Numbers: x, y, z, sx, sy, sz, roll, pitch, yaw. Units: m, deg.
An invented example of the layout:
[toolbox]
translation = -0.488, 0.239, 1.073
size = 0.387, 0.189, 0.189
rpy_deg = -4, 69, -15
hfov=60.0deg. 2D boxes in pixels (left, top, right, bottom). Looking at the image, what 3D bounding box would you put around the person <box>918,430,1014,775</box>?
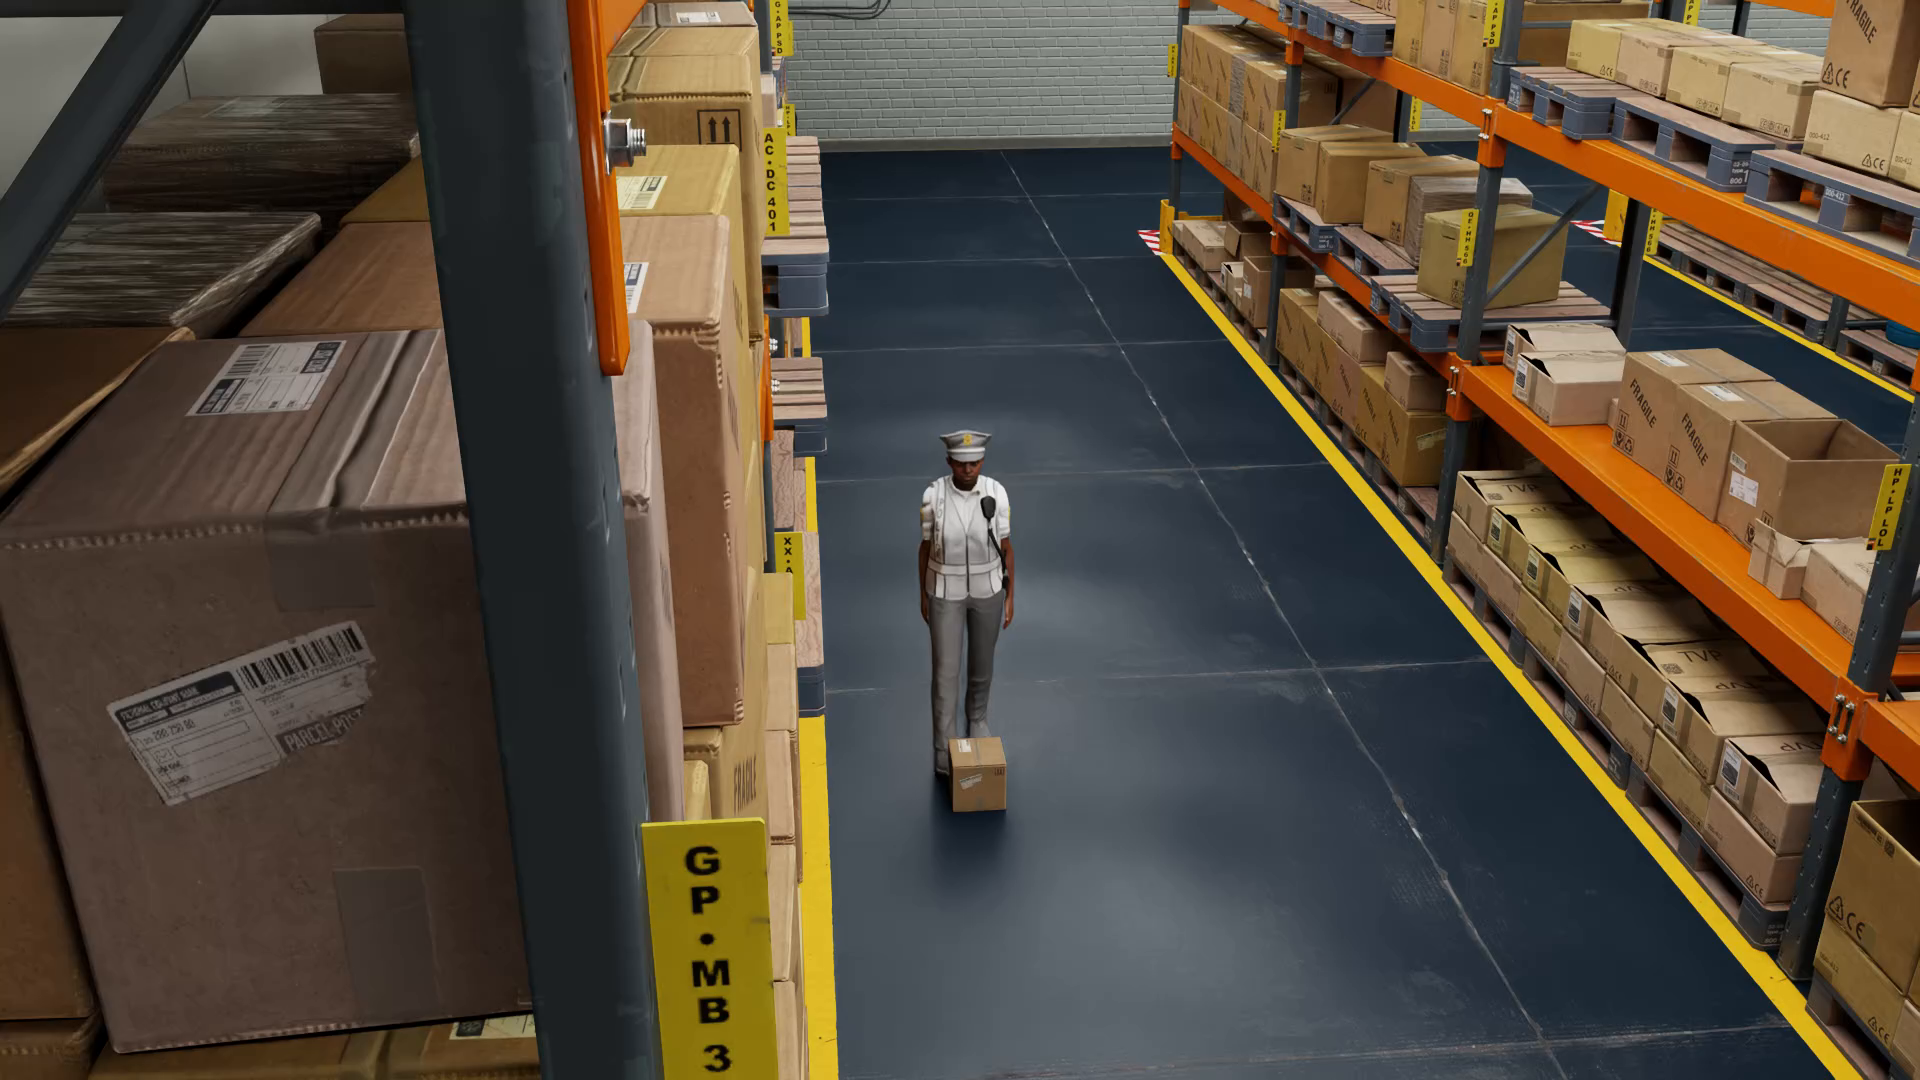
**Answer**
[person]
translation = 0.042, 0.291, 7.924
size = 0.455, 1.683, 0.611
rpy_deg = -2, 24, -6
